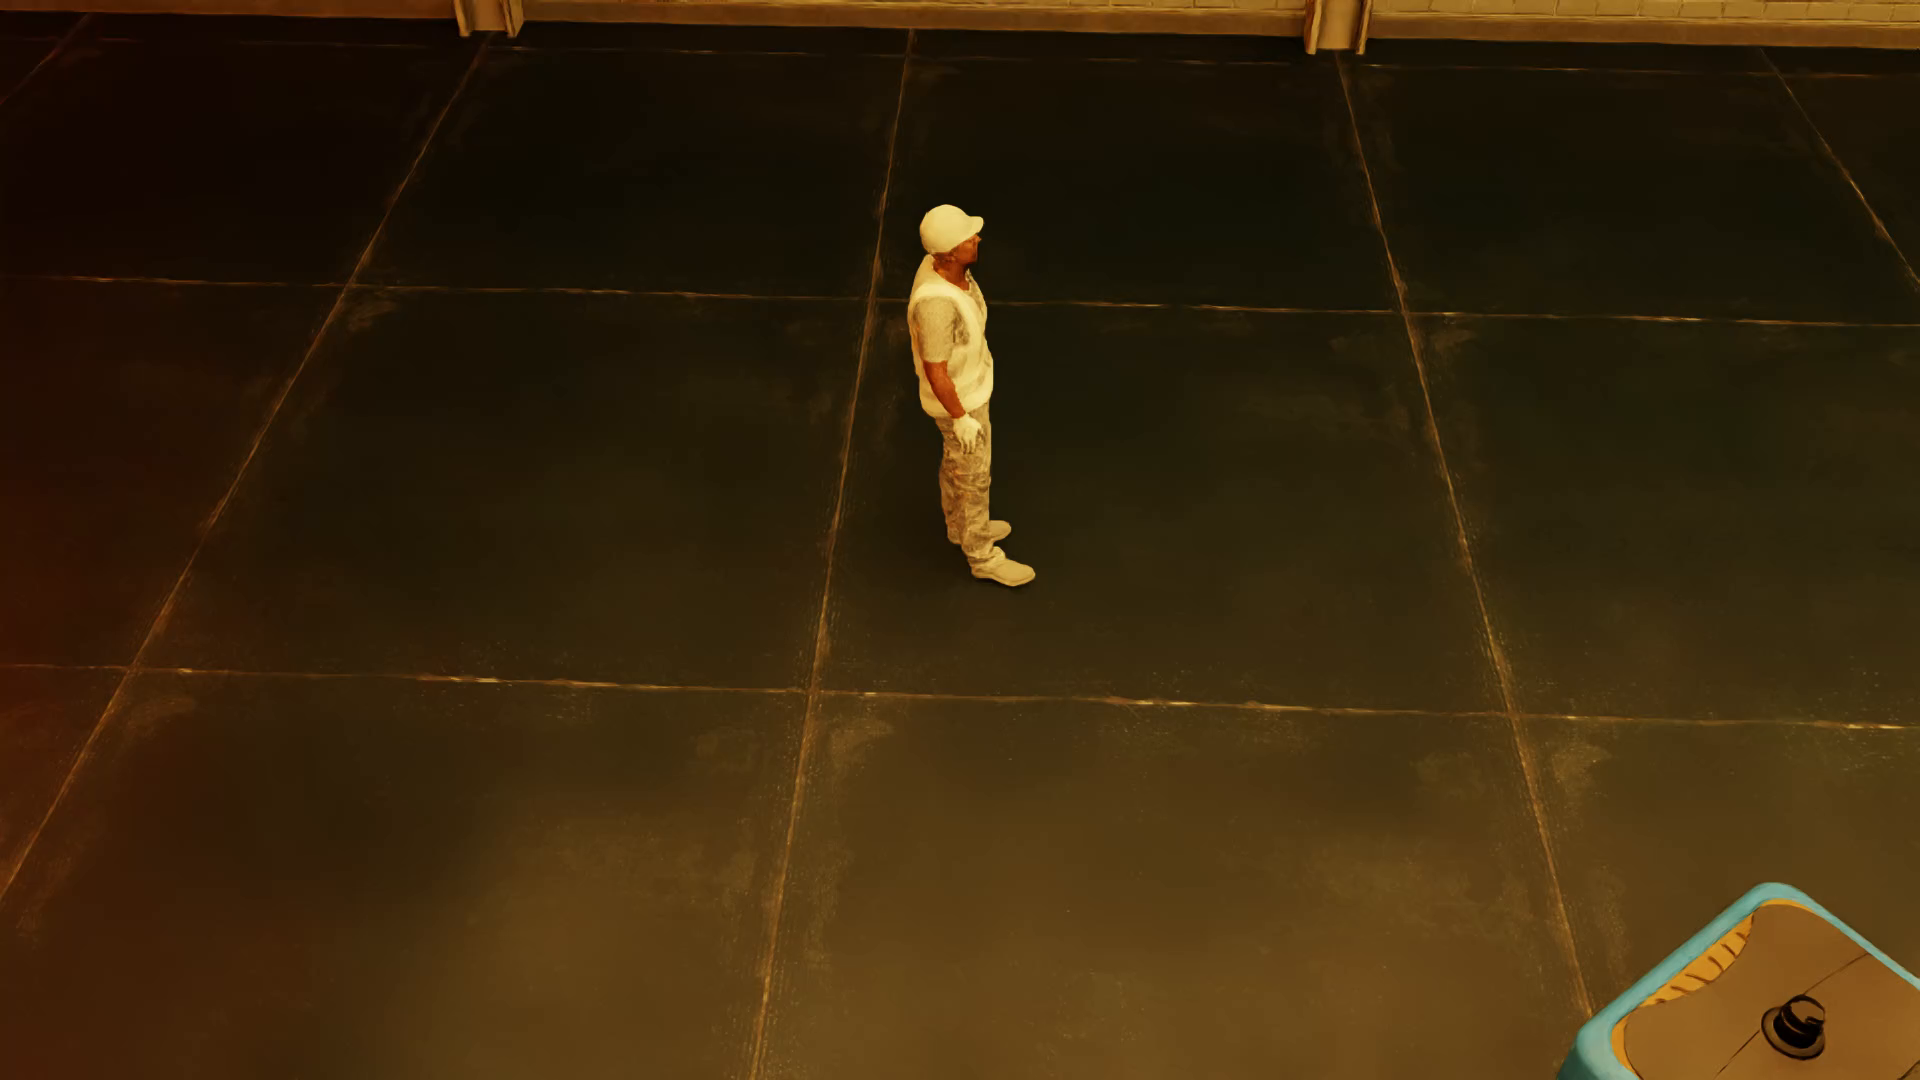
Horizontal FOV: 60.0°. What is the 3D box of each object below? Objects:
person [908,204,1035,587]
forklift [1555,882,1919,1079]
[{"bbox_3d":[0.072,-0.656,7.302,0.576,1.782,0.655,2,42,2],"label":"person"},{"bbox_3d":[3.030,1.747,3.829,1.130,2.935,3.031,-26,48,-26],"label":"forklift"}]
